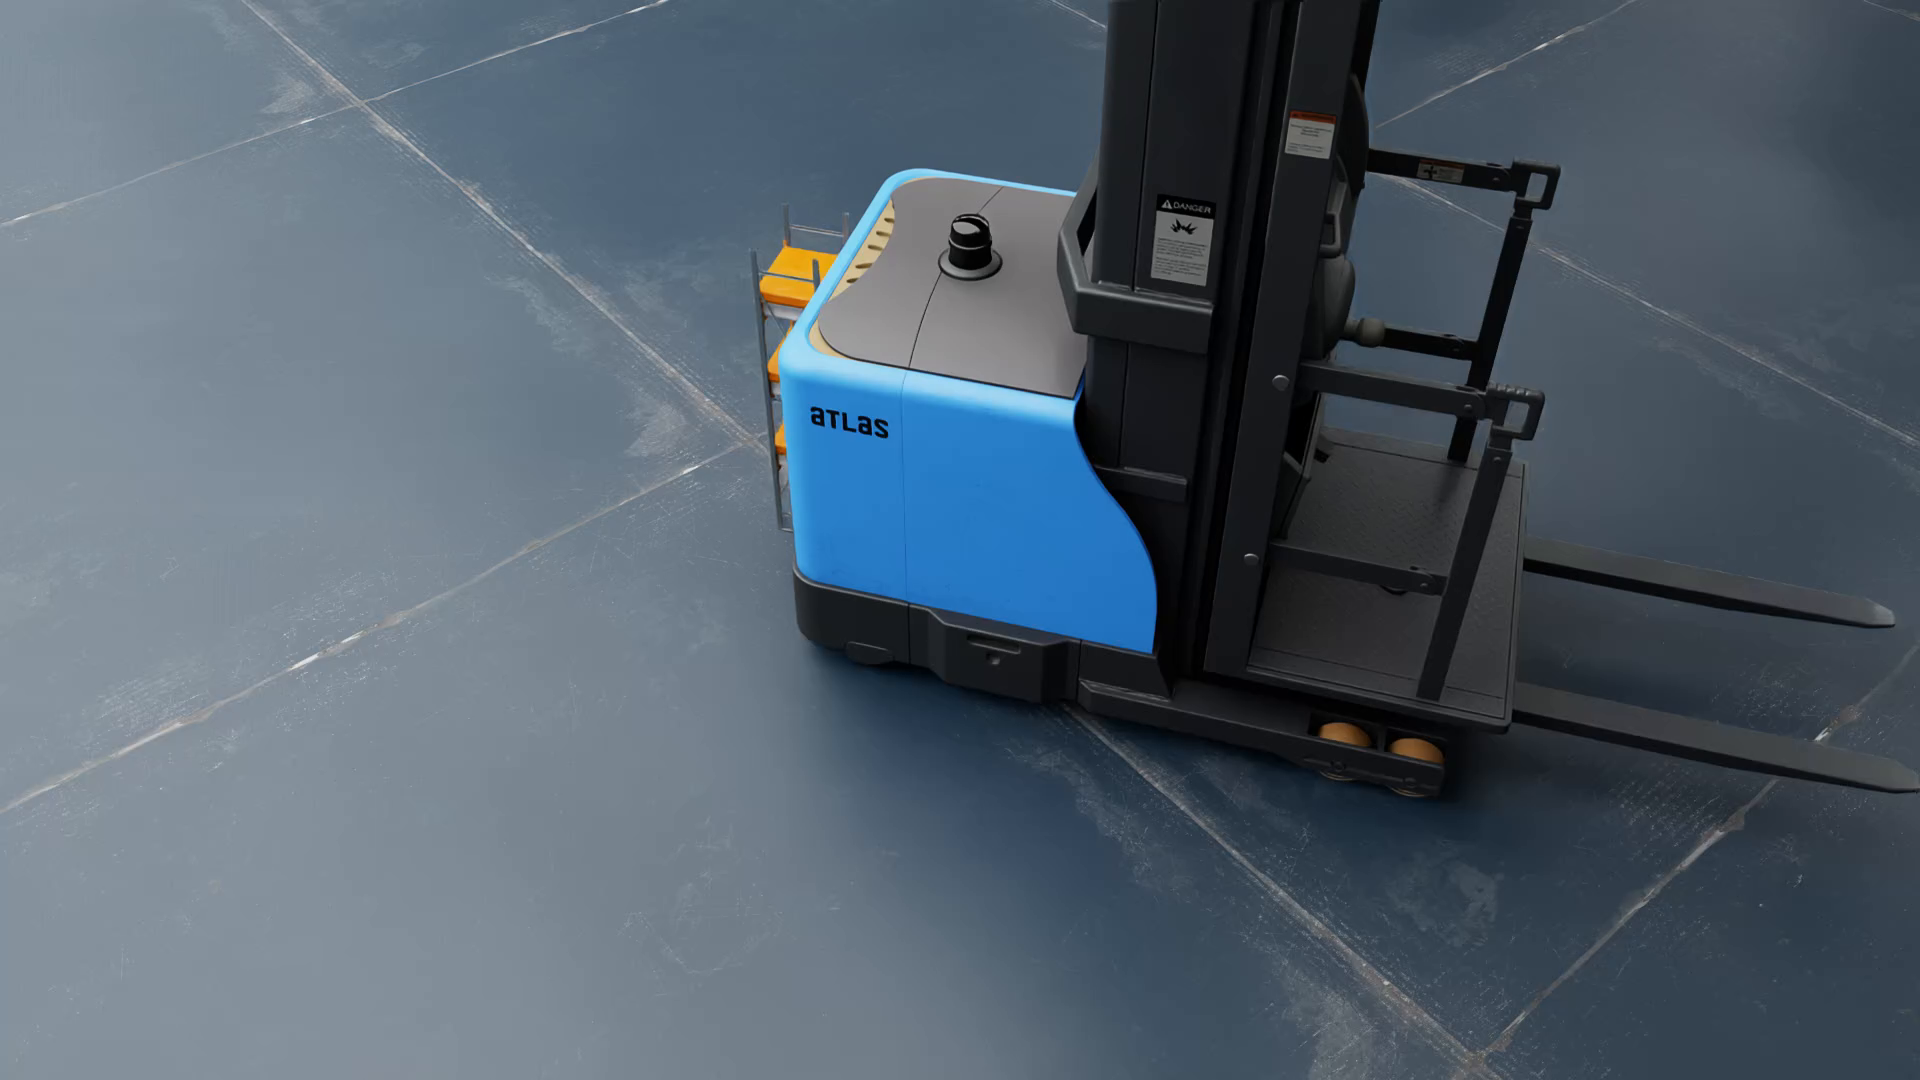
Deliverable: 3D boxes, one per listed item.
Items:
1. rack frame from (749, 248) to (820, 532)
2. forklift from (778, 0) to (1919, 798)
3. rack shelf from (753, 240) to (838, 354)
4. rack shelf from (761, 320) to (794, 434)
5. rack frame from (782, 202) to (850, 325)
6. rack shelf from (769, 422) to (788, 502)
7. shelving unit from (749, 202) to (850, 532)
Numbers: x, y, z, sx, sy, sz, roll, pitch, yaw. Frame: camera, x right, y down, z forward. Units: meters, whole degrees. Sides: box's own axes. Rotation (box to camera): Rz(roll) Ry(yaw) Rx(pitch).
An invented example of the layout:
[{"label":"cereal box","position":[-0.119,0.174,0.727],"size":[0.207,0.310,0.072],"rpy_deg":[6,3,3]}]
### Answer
[{"label":"rack frame","position":[-0.481,-0.398,4.907],"size":[0.200,1.050,0.008],"rpy_deg":[12,44,12]},{"label":"forklift","position":[1.097,-0.781,3.940],"size":[3.031,2.935,1.130],"rpy_deg":[12,44,12]},{"label":"rack shelf","position":[-0.447,-0.677,4.805],"size":[0.215,0.259,0.240],"rpy_deg":[12,44,12]},{"label":"rack shelf","position":[-0.446,-0.470,4.999],"size":[0.215,0.259,0.240],"rpy_deg":[12,44,12]},{"label":"rack frame","position":[-0.412,-0.558,5.077],"size":[0.200,1.050,0.008],"rpy_deg":[12,44,12]},{"label":"rack shelf","position":[-0.446,-0.267,5.189],"size":[0.215,0.259,0.240],"rpy_deg":[12,44,12]},{"label":"shelving unit","position":[-0.446,-0.478,4.992],"size":[0.215,1.050,0.252],"rpy_deg":[12,44,12]}]
